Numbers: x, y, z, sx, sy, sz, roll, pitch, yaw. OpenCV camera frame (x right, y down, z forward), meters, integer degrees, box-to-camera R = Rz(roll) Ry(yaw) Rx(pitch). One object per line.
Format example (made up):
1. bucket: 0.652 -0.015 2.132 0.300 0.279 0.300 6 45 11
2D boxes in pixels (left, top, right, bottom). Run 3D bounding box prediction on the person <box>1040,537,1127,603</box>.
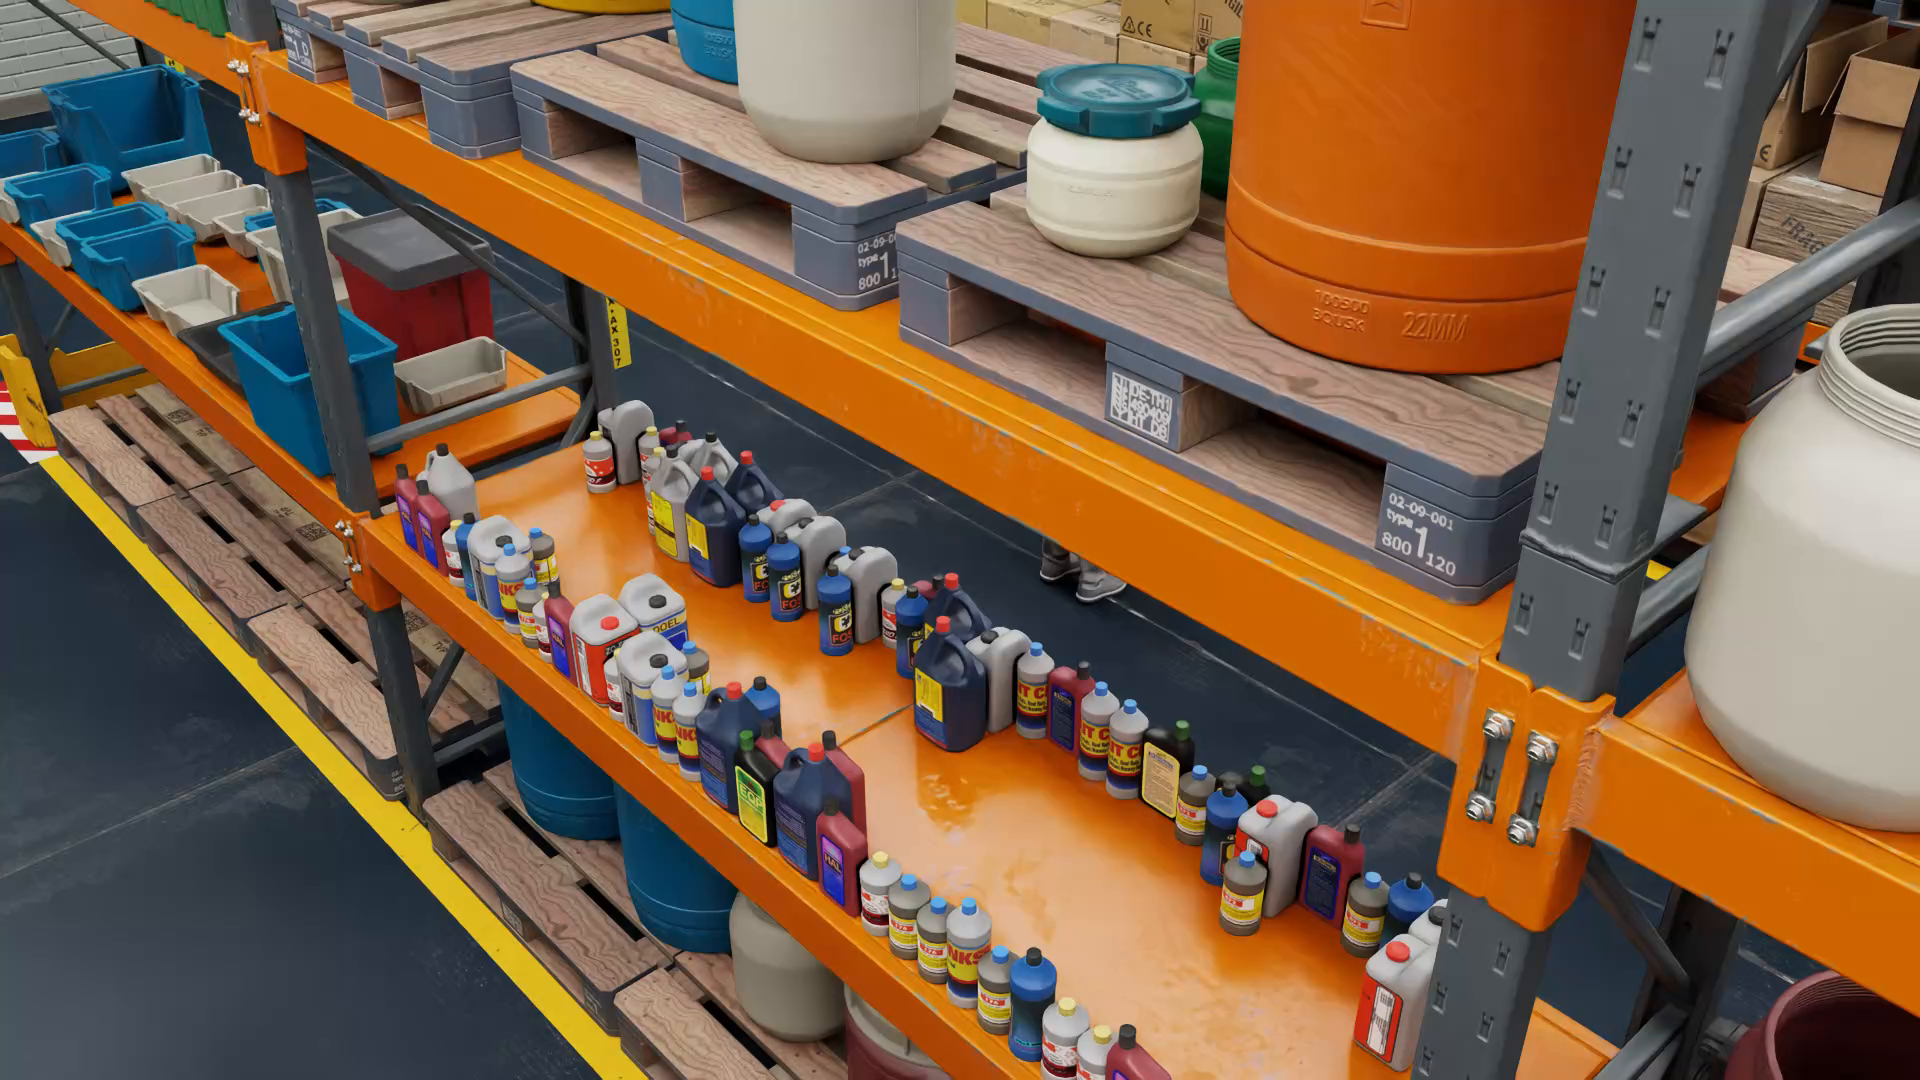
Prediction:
1. person: 0.568 -0.546 6.989 0.556 1.686 0.459 -26 40 -35
